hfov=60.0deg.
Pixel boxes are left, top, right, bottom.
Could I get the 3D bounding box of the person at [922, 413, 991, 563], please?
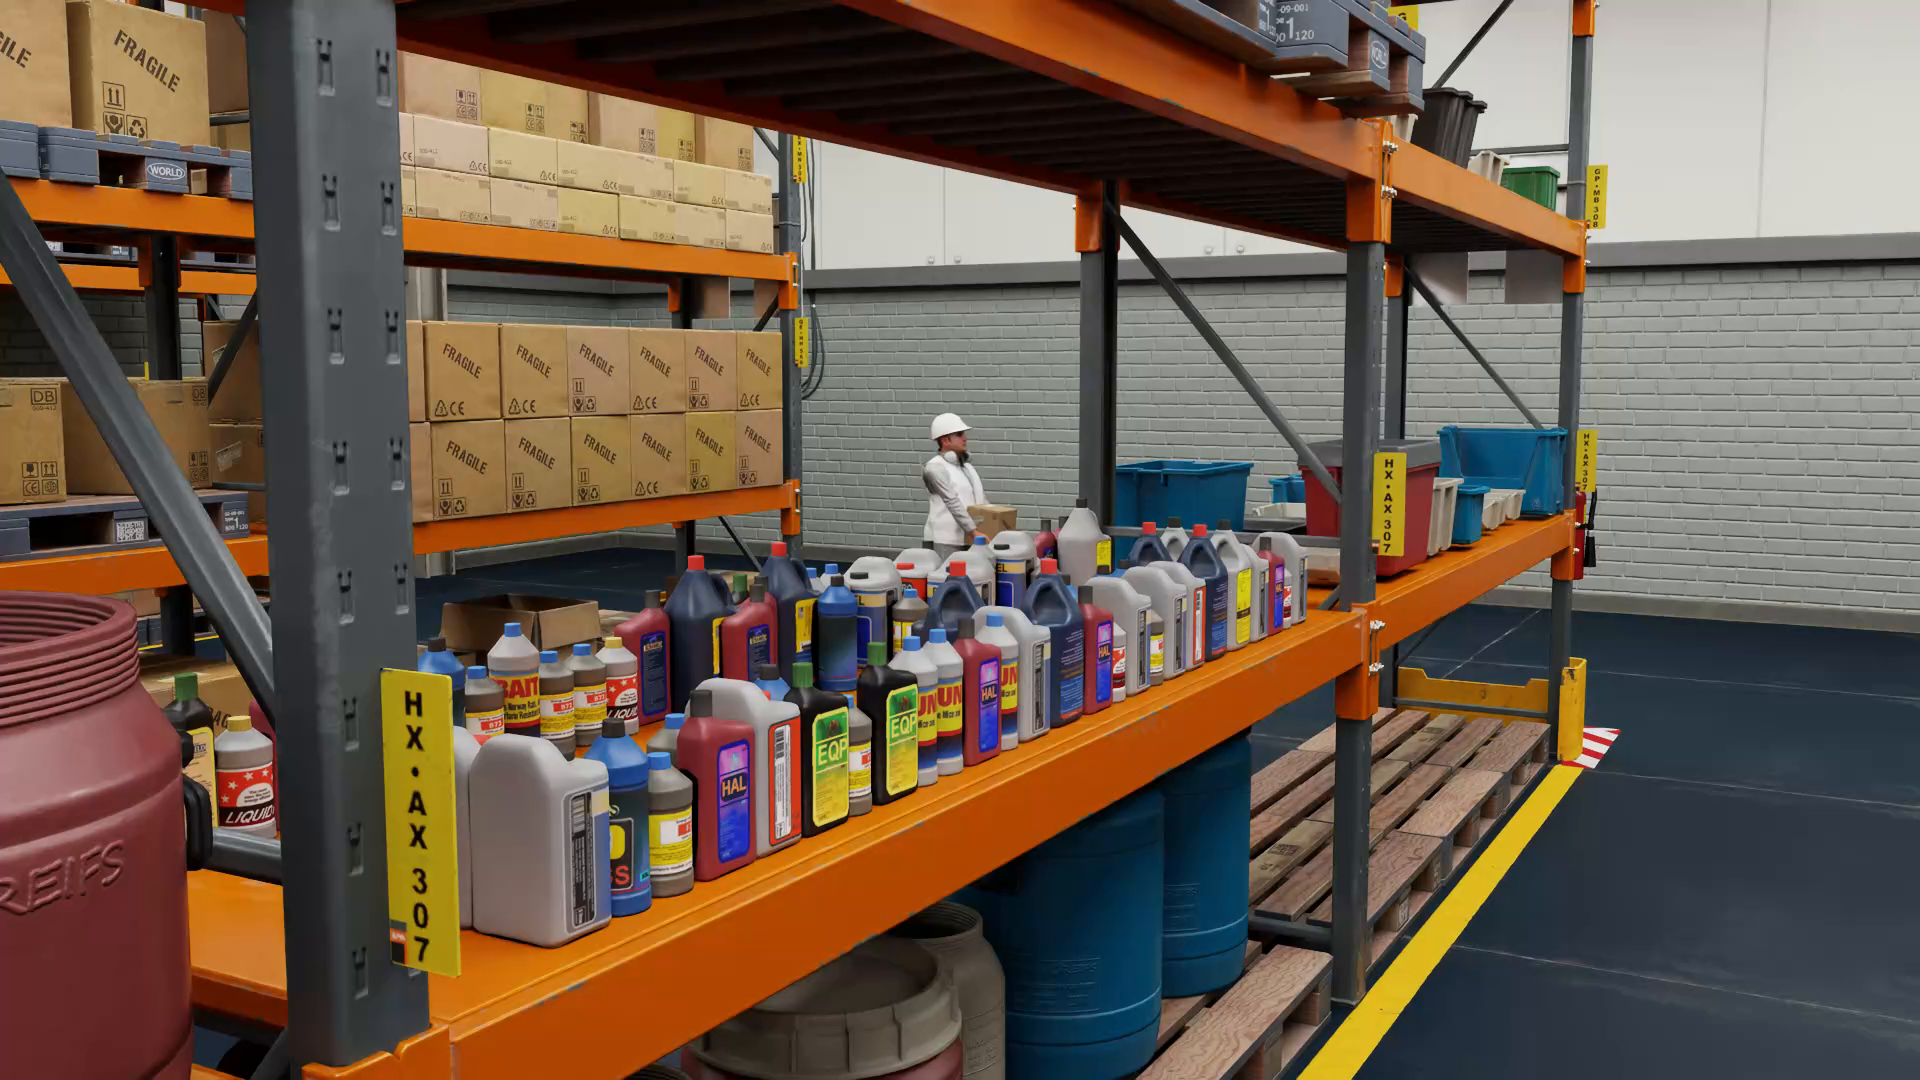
[{"bbox_3d":[0.049,0.031,11.234,0.549,1.763,0.484,3,7,30],"label":"person"}]
